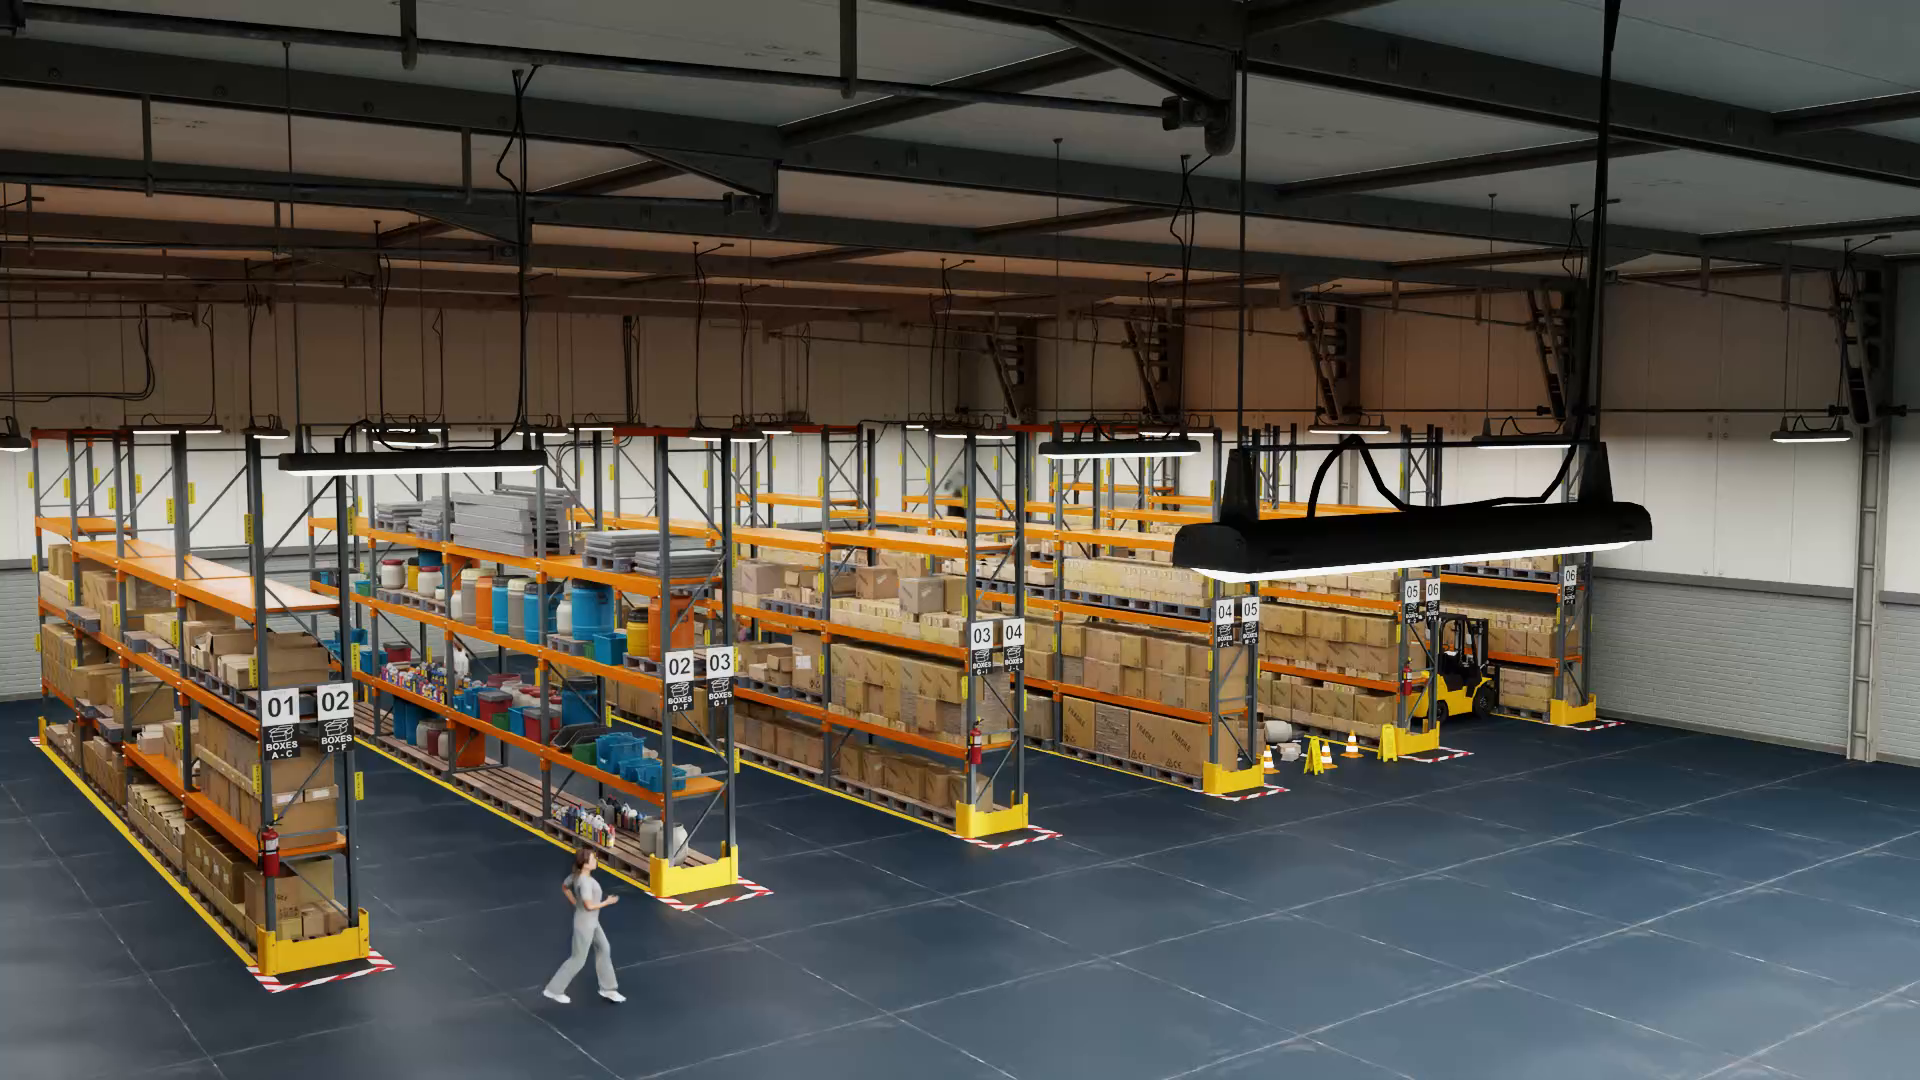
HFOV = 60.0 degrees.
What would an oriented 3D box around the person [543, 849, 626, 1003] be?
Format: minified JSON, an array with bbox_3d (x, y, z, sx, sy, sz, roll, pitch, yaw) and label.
[{"bbox_3d":[-3.979,4.109,17.576,0.862,1.716,0.556,-1,5,-15],"label":"person"}]

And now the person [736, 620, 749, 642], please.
[{"bbox_3d":[-5.027,2.601,37.799,0.523,1.550,0.549,-3,5,-30],"label":"person"}]

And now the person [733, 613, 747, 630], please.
[{"bbox_3d":[-5.481,2.248,41.336,0.599,1.627,0.953,4,6,39],"label":"person"}]

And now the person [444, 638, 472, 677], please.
[{"bbox_3d":[-10.462,2.827,34.553,0.580,1.620,0.593,4,6,38],"label":"person"}]
